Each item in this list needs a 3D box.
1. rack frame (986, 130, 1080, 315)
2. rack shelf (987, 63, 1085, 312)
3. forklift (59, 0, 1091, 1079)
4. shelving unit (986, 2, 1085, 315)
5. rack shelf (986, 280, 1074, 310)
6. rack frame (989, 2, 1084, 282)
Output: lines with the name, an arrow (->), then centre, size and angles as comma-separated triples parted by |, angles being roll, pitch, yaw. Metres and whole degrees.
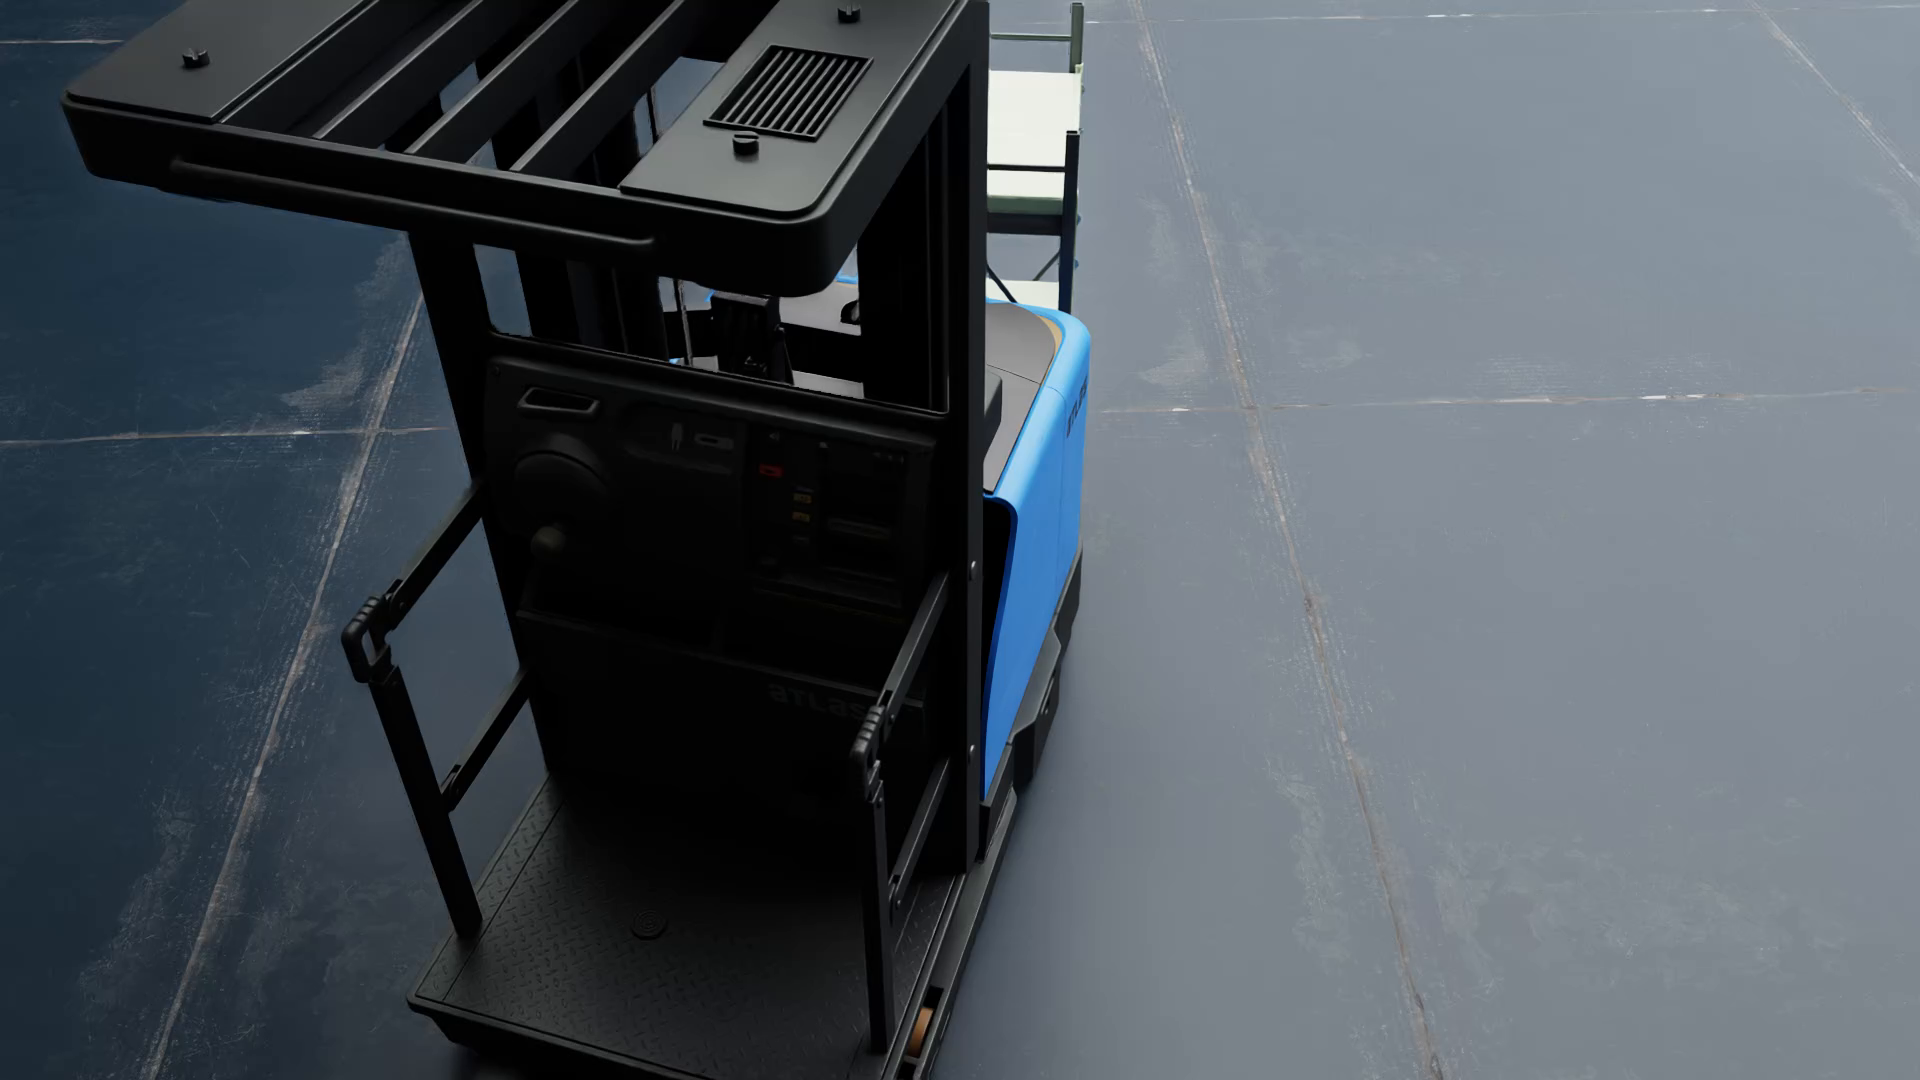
rack frame -> 0.099, -0.470, 4.653 | 0.400, 1.500, 0.023 | 3, 43, 3
rack shelf -> 0.125, -1.005, 4.659 | 0.431, 0.370, 0.720 | 3, 43, 3
forklift -> -0.561, -0.015, 3.098 | 1.130, 2.935, 3.031 | 12, 44, 12
shelving unit -> 0.125, -0.717, 4.922 | 0.431, 1.500, 0.755 | 3, 43, 3
rack shelf -> 0.125, -0.477, 5.143 | 0.431, 0.370, 0.720 | 3, 43, 3
rack frame -> 0.150, -0.964, 5.192 | 0.400, 1.500, 0.023 | 3, 43, 3
